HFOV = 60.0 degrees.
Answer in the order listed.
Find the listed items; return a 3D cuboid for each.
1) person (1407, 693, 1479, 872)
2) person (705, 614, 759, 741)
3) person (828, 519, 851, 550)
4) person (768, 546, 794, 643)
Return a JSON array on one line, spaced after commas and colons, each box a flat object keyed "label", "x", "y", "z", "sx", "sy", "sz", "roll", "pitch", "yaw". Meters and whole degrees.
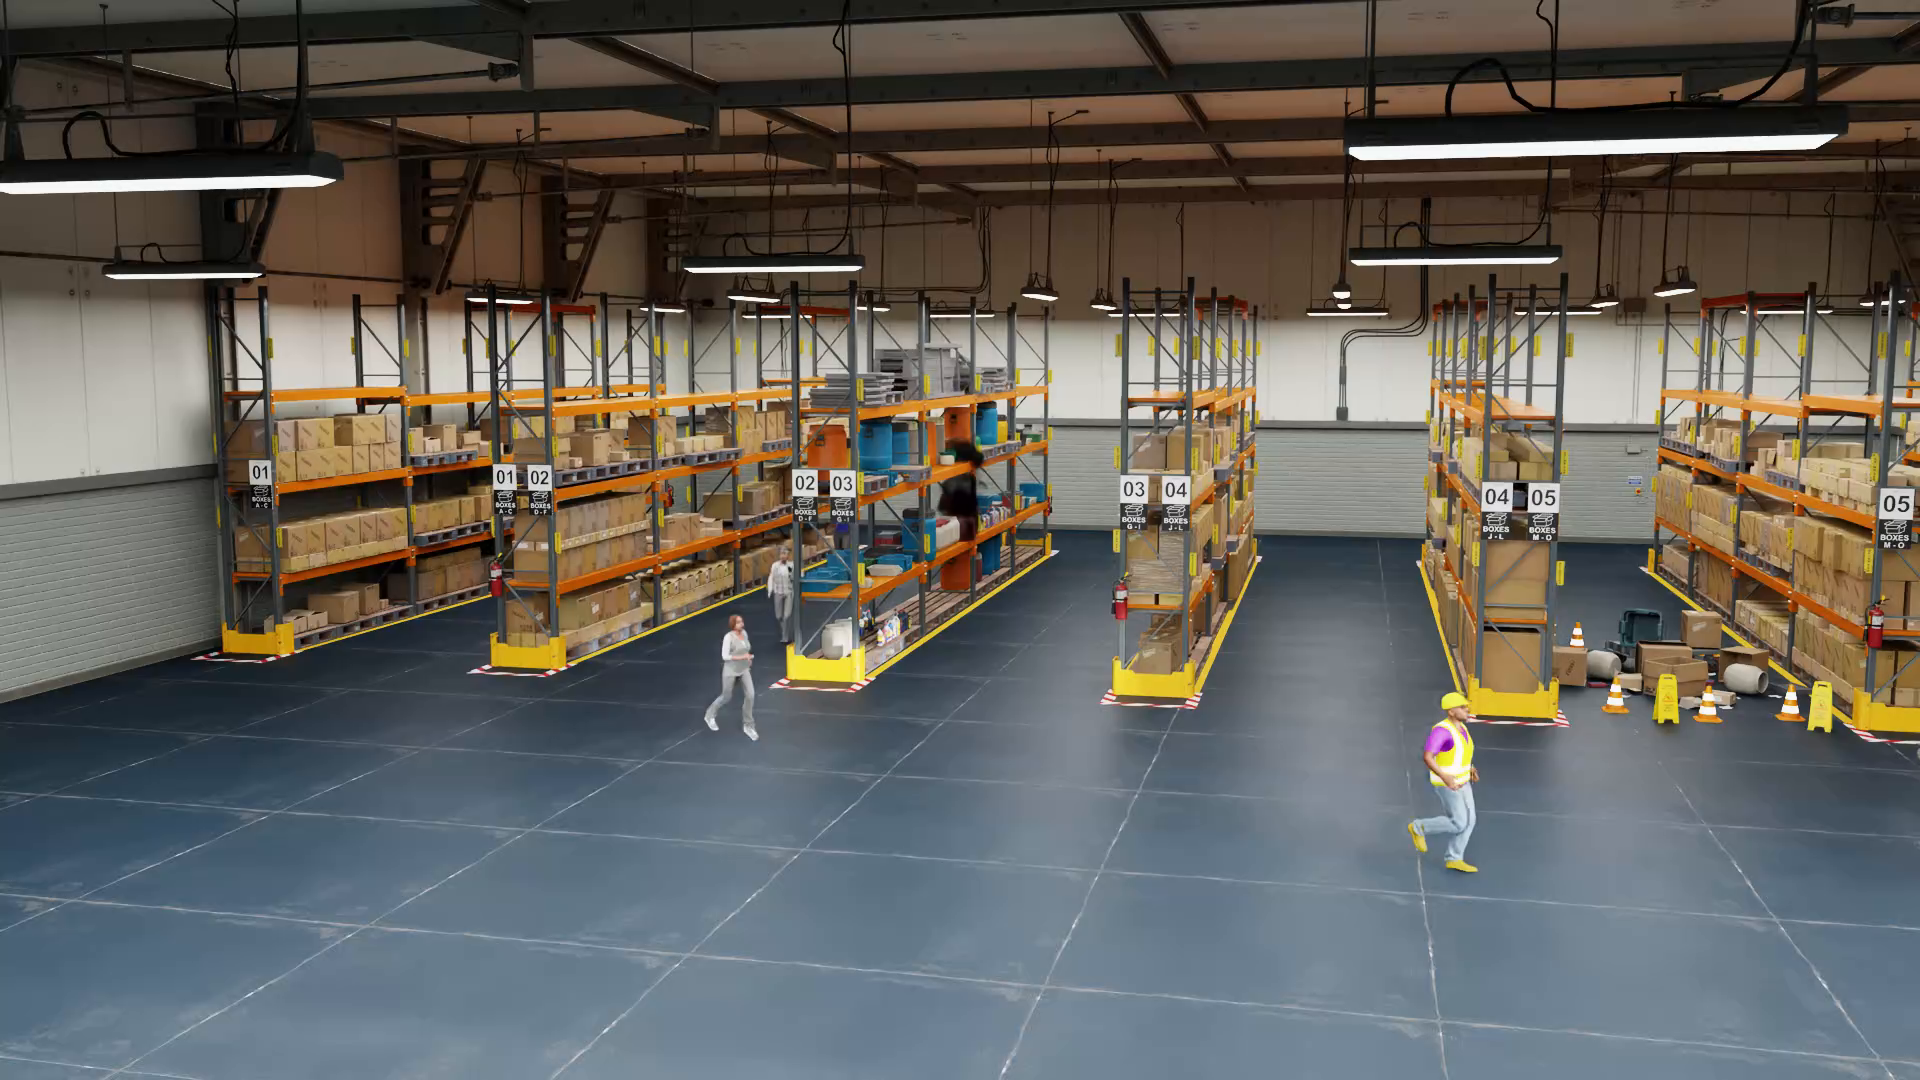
[{"label": "person", "x": 4.701, "y": 2.321, "z": 16.068, "sx": 0.677, "sy": 1.726, "sz": 0.697, "roll": 5, "pitch": 9, "yaw": 40}, {"label": "person", "x": -2.928, "y": 1.746, "z": 21.497, "sx": 0.851, "sy": 1.628, "sz": 0.548, "roll": 6, "pitch": 9, "yaw": 41}, {"label": "person", "x": -2.398, "y": 0.026, "z": 33.821, "sx": 0.556, "sy": 1.762, "sz": 0.690, "roll": 1, "pitch": 7, "yaw": 5}, {"label": "person", "x": -2.981, "y": 0.900, "z": 28.448, "sx": 0.603, "sy": 1.649, "sz": 0.599, "roll": 0, "pitch": 7, "yaw": 4}]
